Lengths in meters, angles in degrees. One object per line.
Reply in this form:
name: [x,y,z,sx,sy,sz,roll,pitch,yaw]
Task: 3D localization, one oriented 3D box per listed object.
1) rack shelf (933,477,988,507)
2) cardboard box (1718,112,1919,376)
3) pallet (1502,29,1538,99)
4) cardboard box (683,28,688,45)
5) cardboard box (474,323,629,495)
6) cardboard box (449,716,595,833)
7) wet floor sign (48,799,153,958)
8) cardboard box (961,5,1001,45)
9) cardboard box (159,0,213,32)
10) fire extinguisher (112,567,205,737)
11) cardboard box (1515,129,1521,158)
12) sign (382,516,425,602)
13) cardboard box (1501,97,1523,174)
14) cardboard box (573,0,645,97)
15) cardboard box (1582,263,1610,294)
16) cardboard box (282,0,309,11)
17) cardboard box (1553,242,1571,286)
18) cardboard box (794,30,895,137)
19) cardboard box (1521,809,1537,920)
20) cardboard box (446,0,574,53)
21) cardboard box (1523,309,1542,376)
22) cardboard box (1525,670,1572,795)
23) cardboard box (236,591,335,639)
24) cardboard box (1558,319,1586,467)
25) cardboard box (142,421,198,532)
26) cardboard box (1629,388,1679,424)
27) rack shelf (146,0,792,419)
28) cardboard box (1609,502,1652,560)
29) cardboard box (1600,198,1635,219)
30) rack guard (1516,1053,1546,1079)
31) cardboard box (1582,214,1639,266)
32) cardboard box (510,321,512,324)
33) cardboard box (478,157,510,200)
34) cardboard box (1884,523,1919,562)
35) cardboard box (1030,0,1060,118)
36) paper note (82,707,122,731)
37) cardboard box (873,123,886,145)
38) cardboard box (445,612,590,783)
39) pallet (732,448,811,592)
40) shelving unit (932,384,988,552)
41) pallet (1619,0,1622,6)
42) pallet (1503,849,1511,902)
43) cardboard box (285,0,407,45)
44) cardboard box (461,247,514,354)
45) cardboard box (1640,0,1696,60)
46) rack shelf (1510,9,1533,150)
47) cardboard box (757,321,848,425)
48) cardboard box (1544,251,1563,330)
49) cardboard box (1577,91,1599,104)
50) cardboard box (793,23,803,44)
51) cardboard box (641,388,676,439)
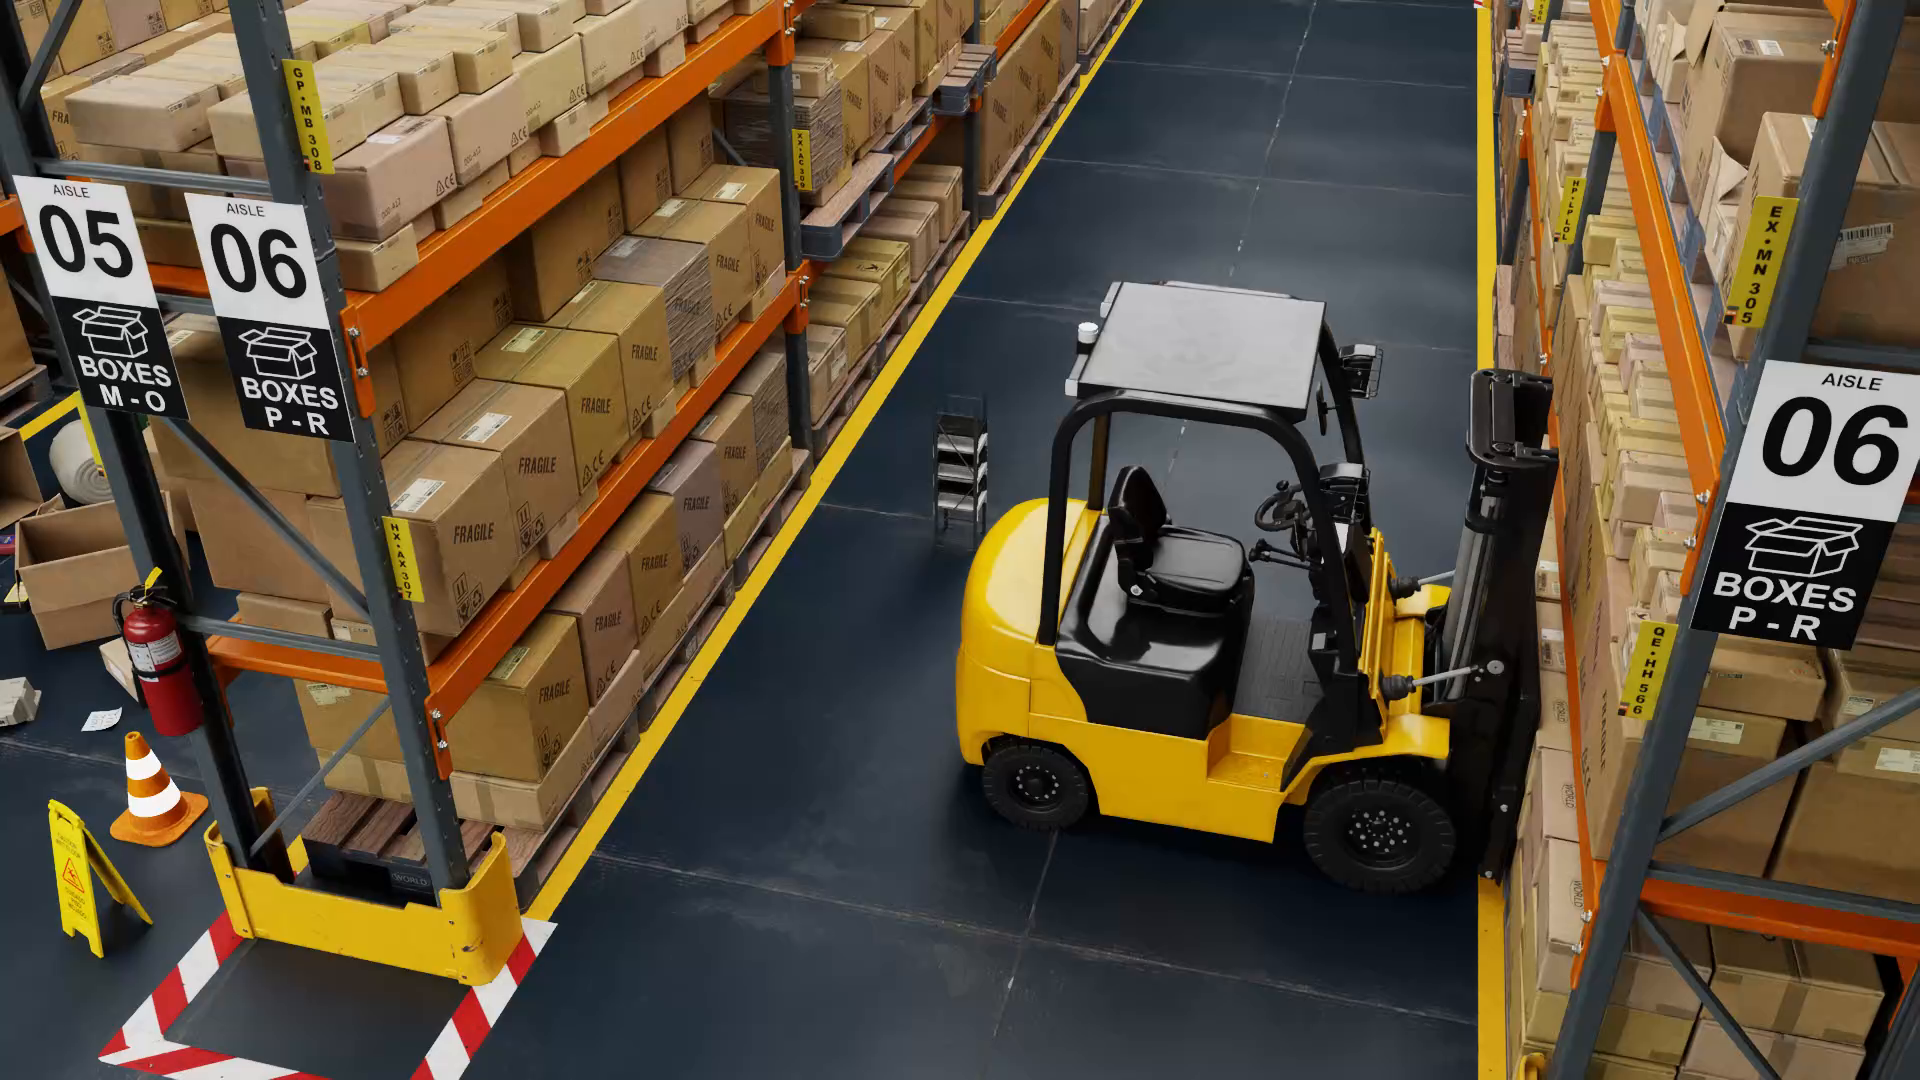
rack shelf: [0.002,-0.280,9.081,0.258,0.077,0.200,8,33,12]
cardboard box: [2.296,-0.759,4.274,0.500,0.500,0.500,9,34,14]
pallet: [4.554,-3.400,11.982,1.213,0.211,1.003,8,33,12]
cardboard box: [-1.454,-2.292,7.498,0.380,0.149,0.250,7,33,11]
cardboard box: [-1.738,-0.552,6.952,0.500,0.500,0.500,7,33,11]
cardboard box: [-1.911,0.960,7.116,0.500,0.250,0.500,8,33,12]
wet floor sign: [-3.466,1.304,6.597,0.267,0.644,0.232,20,38,29]
cardboard box: [0.015,-3.950,12.808,0.500,0.250,0.500,7,33,12]
cardboard box: [-5.674,-3.853,11.490,0.700,0.500,0.500,8,33,12]
fire extinguisher: [-2.858,0.387,5.918,0.296,0.674,0.183,8,33,12]
cardboard box: [4.369,-2.953,12.433,0.380,0.149,0.250,6,33,10]
sign: [-1.858,0.066,5.543,0.100,0.325,0.005,8,33,12]
cardboard box: [4.730,-3.293,13.573,0.500,0.500,0.500,7,33,11]
cardboard box: [-1.604,-1.990,6.651,0.500,0.250,0.500,9,33,13]
cardboard box: [3.099,-1.231,7.692,0.380,0.149,0.250,8,33,12]
cardboard box: [-5.149,-3.929,12.541,0.500,0.500,0.500,8,33,12]
cardboard box: [3.312,-1.482,8.458,0.500,0.250,0.500,7,33,11]
cardboard box: [-0.706,-2.782,10.068,0.500,0.500,0.500,8,33,12]
cardboard box: [2.378,1.250,6.194,0.500,0.250,0.500,8,33,12]
cardboard box: [-1.672,-1.936,6.194,0.380,0.149,0.250,9,34,14]
cardboard box: [3.760,-0.893,9.681,0.875,0.625,0.625,8,33,12]
cardboard box: [2.477,0.782,6.463,0.500,0.250,0.500,8,33,13]
cardboard box: [-2.495,0.240,6.310,0.380,0.149,0.250,9,34,14]
cardboard box: [2.953,-0.619,7.335,0.500,0.500,0.500,9,33,13]
cardboard box: [-4.157,-0.389,9.266,0.797,0.637,0.503,8,33,12]
cardboard box: [2.690,-0.421,6.142,0.380,0.149,0.250,8,33,13]
rack shelf: [-1.875,-1.643,6.912,1.077,0.370,4.000,8,33,12]
cardboard box: [2.494,-0.038,5.815,0.380,0.149,0.250,7,33,11]
cardboard box: [3.306,-1.568,8.222,0.380,0.149,0.250,9,34,14]
rack guard: [2.413,2.099,5.483,1.175,0.500,0.348,8,33,12]
cardboard box: [3.067,-1.361,7.619,0.380,0.149,0.250,9,33,13]
cardboard box: [-2.103,-0.908,7.512,0.500,0.500,0.500,8,33,13]
cardboard box: [-1.865,-1.343,6.005,0.380,0.149,0.250,8,33,12]
cardboard box: [2.941,0.048,5.403,0.380,0.149,0.250,8,33,13]
cardboard box: [0.361,-4.348,14.882,0.875,0.875,0.875,9,34,14]
paper note: [-4.068,0.849,7.886,0.148,0.019,0.142,-3,33,-4]
cardboard box: [-0.682,-2.575,10.347,0.380,0.149,0.250,8,33,13]
cardboard box: [-1.905,0.631,6.934,0.500,0.500,0.500,7,33,11]
pallet: [-1.504,-0.188,9.349,1.003,0.211,1.213,8,33,12]
shelving unit: [0.002,-0.384,9.015,0.258,0.900,0.210,8,33,12]
pallet: [3.646,-2.689,8.066,0.805,0.209,1.217,7,33,10]
pallet: [2.885,1.175,7.206,1.003,0.211,1.213,8,33,12]
cardboard box: [-2.250,-1.869,6.088,0.380,0.149,0.250,8,33,12]
cardboard box: [-2.299,-1.067,6.830,0.700,0.500,0.500,8,33,12]
cardboard box: [2.988,-2.093,6.549,0.500,0.311,0.500,9,33,13]
rack shelf: [4.957,-3.854,13.187,1.077,0.370,4.000,8,33,12]
cardboard box: [-1.237,-1.059,10.178,0.950,0.372,0.625,8,33,13]
cardboard box: [3.309,-1.278,8.604,0.500,0.250,0.500,9,33,13]
cardboard box: [3.794,-2.491,9.675,0.380,0.149,0.250,8,33,12]
cardboard box: [-1.211,-2.858,10.189,0.500,0.500,0.500,9,34,14]
cardboard box: [-1.533,-0.609,7.646,0.380,0.149,0.250,8,33,13]
